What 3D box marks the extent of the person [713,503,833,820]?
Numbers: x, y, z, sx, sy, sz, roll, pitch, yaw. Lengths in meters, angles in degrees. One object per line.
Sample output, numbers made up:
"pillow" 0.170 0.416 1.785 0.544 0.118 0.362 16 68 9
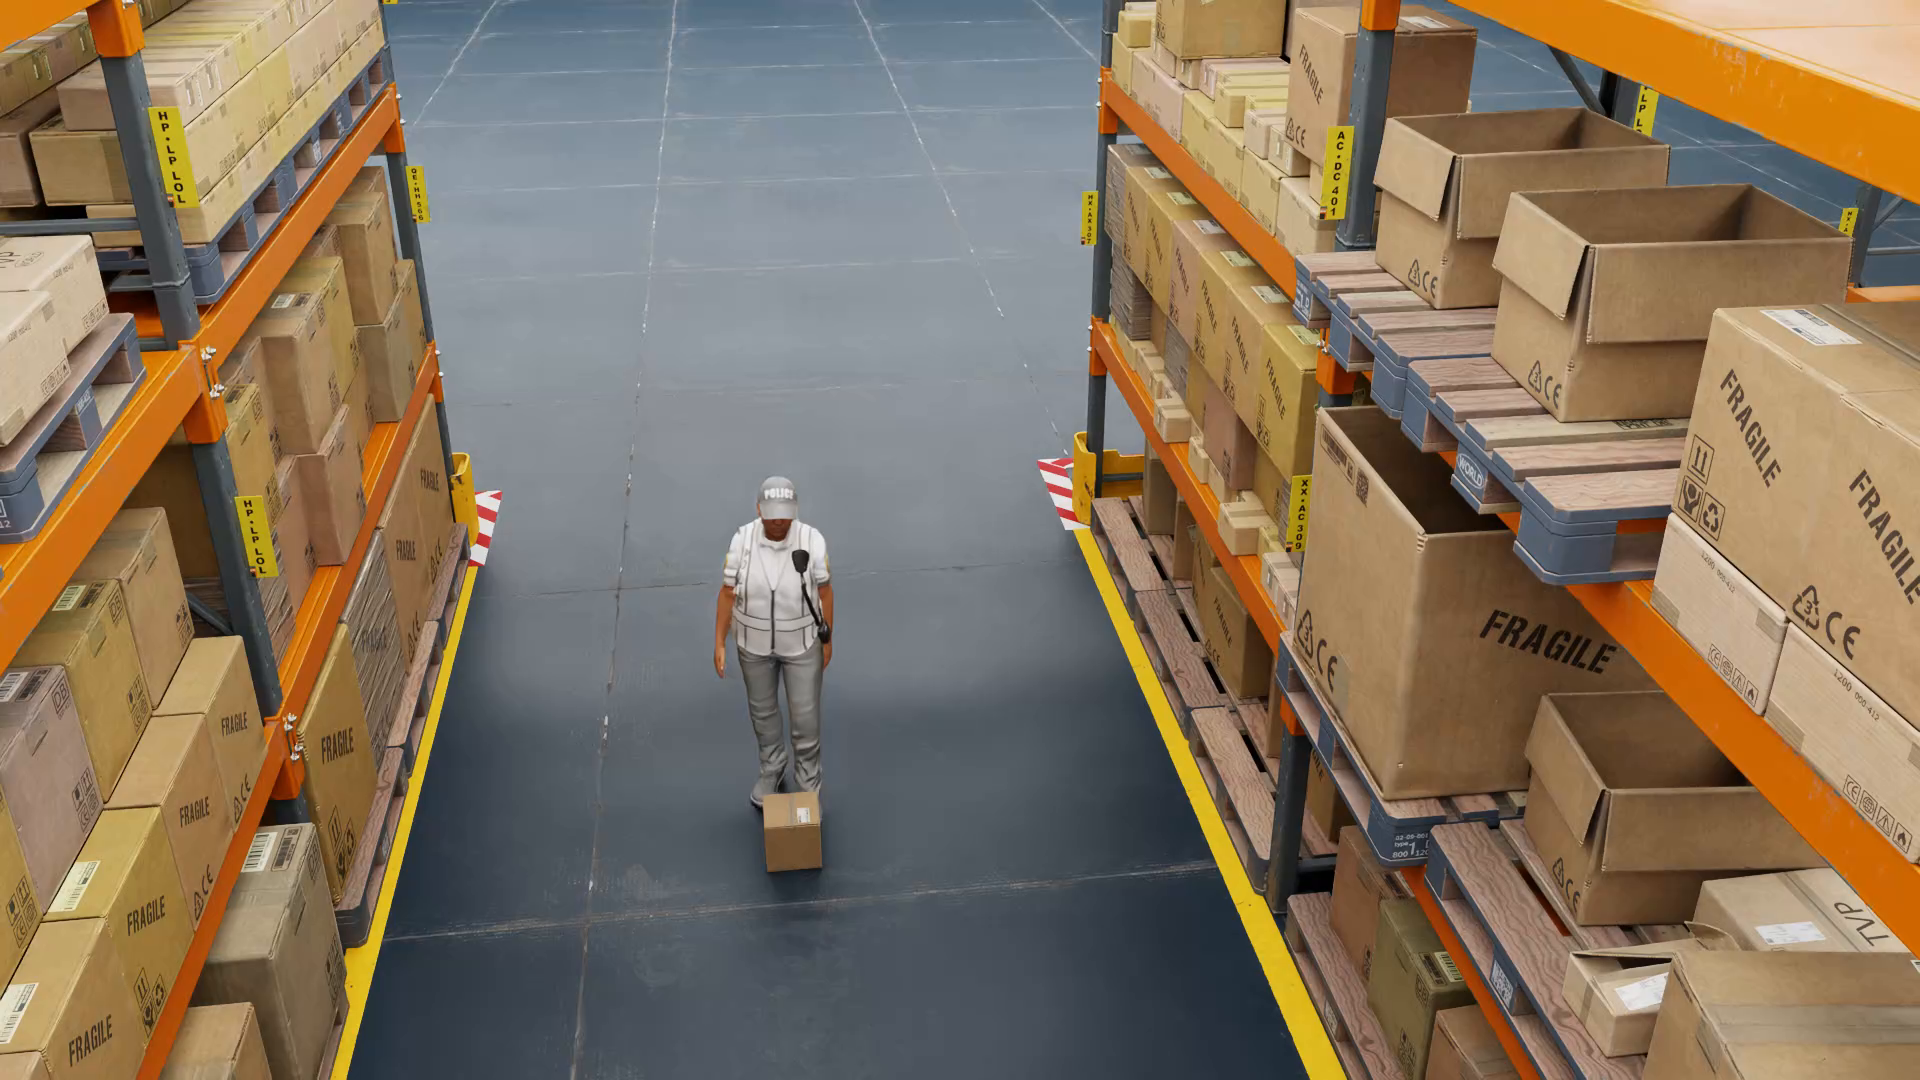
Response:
"person" -0.856 0.524 7.658 0.540 1.679 0.463 1 27 2
